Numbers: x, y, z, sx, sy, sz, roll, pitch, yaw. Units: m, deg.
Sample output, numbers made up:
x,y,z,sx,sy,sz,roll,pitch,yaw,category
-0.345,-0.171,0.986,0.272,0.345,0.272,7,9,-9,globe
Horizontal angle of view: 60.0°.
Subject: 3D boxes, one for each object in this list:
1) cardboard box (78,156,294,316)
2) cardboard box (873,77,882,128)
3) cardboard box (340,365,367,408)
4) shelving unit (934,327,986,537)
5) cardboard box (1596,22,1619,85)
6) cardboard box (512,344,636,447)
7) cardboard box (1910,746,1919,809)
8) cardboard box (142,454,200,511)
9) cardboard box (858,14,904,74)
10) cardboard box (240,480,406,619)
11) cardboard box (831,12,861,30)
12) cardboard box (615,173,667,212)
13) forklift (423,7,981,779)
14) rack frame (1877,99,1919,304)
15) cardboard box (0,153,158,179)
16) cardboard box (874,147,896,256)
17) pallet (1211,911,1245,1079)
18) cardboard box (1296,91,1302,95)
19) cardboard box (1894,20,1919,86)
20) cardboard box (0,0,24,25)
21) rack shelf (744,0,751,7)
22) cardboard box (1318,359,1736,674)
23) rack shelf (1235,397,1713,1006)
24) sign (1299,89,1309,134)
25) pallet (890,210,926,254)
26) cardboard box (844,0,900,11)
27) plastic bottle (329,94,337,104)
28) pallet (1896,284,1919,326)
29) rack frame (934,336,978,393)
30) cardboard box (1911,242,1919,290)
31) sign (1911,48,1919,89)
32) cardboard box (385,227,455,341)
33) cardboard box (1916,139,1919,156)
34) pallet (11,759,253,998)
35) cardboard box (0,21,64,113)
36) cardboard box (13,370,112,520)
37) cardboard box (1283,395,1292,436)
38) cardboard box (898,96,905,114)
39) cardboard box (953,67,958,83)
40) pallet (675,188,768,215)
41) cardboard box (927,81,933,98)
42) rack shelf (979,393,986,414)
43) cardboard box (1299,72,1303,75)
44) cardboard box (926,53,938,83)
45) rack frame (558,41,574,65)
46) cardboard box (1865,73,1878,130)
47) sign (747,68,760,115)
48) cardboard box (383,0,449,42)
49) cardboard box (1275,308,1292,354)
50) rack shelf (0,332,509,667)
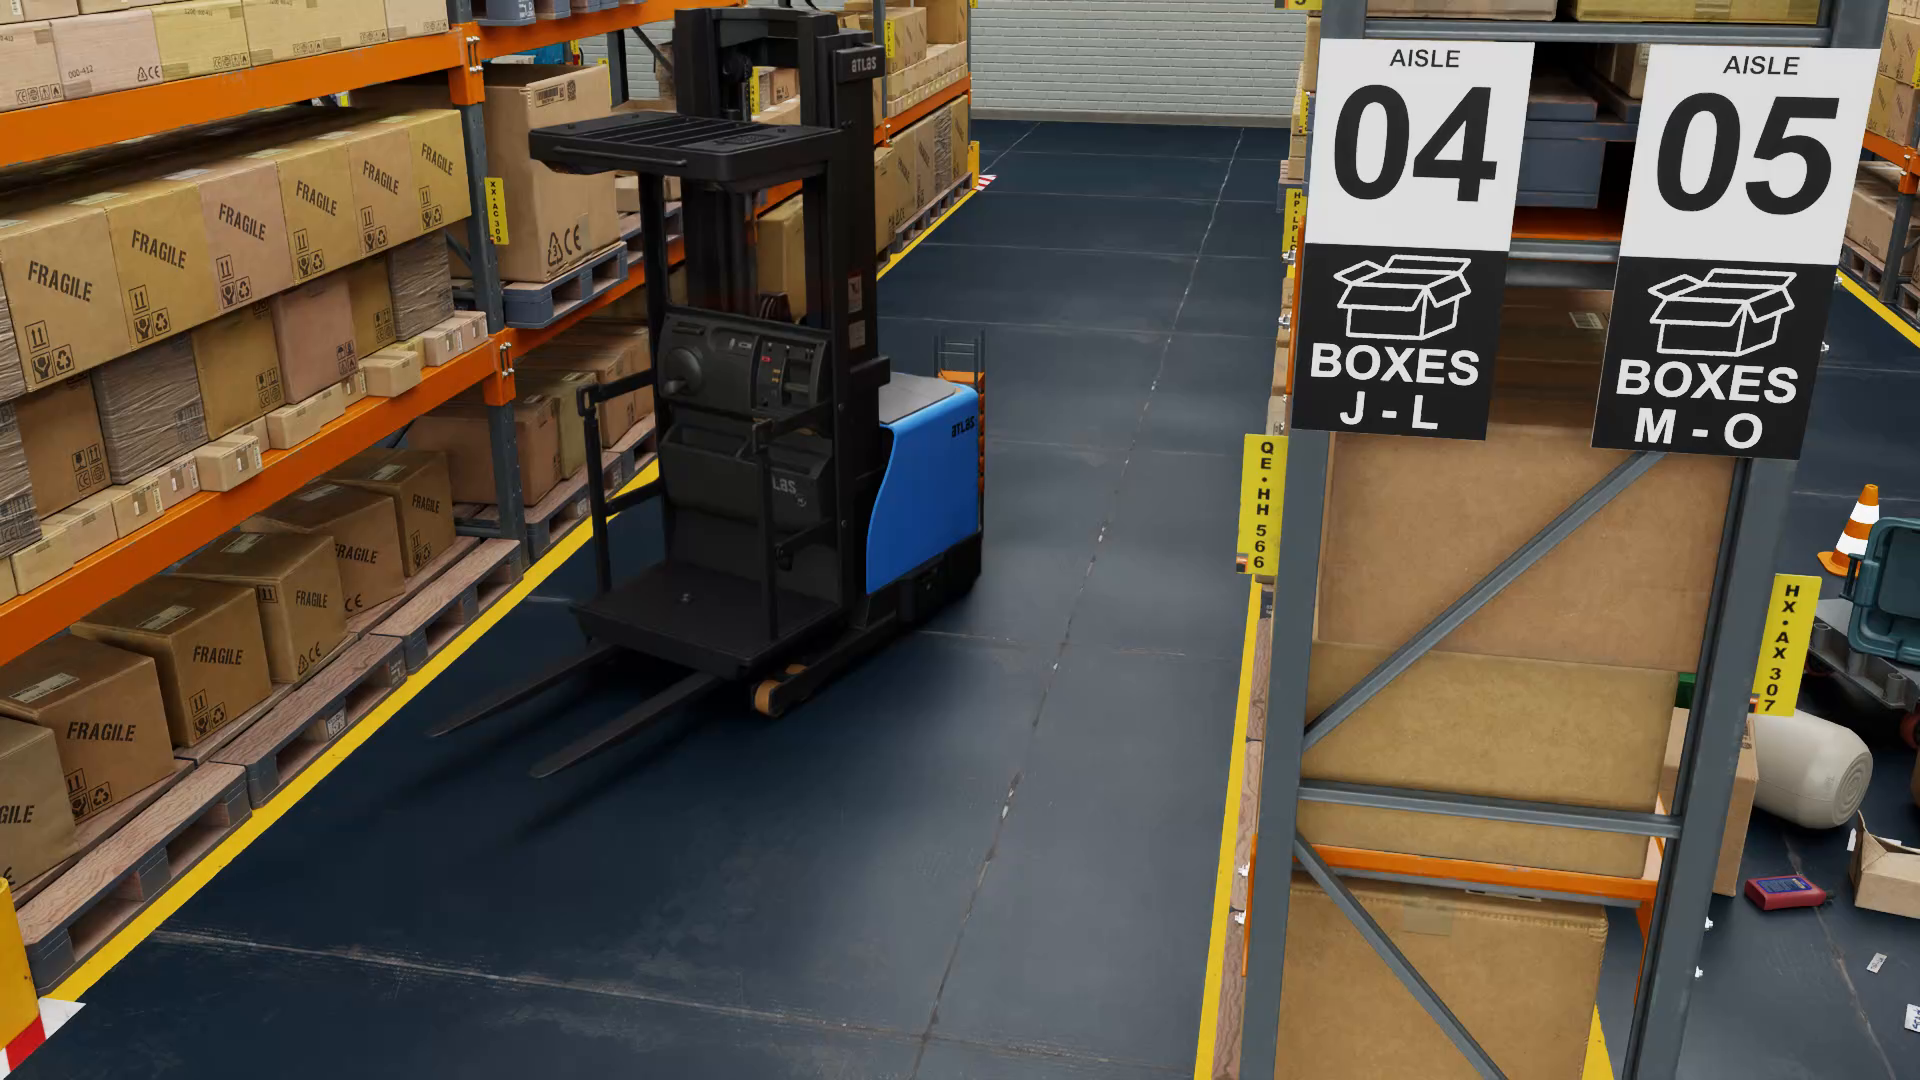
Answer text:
x,y,z,sx,sy,sz,roll,pitch,yaw,category
-2.955,-1.174,6.382,0.500,0.500,0.500,4,22,11,cardboard box
-1.019,-4.040,15.235,0.500,0.500,0.500,5,22,11,cardboard box
-2.872,-0.683,7.370,0.380,0.149,0.250,4,22,11,cardboard box
-0.003,-0.551,9.116,0.258,1.200,0.189,4,22,11,shelving unit
1.631,-1.092,3.674,0.380,0.149,0.250,5,22,11,cardboard box
-2.447,-0.905,10.341,0.700,0.500,0.500,3,22,6,cardboard box
4.125,0.876,6.323,0.797,0.637,0.503,4,22,11,cardboard box
-3.099,-0.224,6.230,0.380,0.149,0.250,4,22,11,cardboard box
-0.843,-4.757,15.949,0.500,0.500,0.500,4,22,11,cardboard box
-3.054,0.059,7.977,0.500,0.500,0.500,12,25,28,cardboard box
-1.313,-4.463,14.942,0.797,0.503,0.637,4,22,10,cardboard box
-2.083,-2.224,10.479,0.396,0.266,0.258,4,22,9,cardboard box
-1.104,-0.772,7.346,1.130,2.935,3.031,13,26,30,forklift
8.511,-3.430,13.854,1.000,3.000,0.127,4,22,11,rack frame
-3.458,-1.213,6.479,0.500,0.500,0.500,4,22,11,cardboard box
-1.302,-3.159,15.464,1.225,0.875,0.875,5,22,11,cardboard box
1.282,1.614,5.064,1.003,0.211,1.213,4,22,11,pallet
2.692,-3.249,12.383,0.380,0.149,0.250,4,22,11,cardboard box
8.337,-4.134,14.130,0.500,0.500,0.500,4,22,10,cardboard box
-3.153,-1.670,5.136,0.380,0.149,0.250,5,23,13,cardboard box
-1.599,-4.511,13.488,1.077,0.370,4.000,4,22,11,rack shelf
1.309,-0.085,3.902,0.875,0.550,0.550,4,22,11,cardboard box
1.604,0.221,5.753,1.077,0.370,4.000,4,22,11,rack shelf
2.295,-2.845,10.960,0.100,0.325,0.005,4,22,11,sign
-0.959,-3.164,16.927,1.003,0.211,1.213,4,22,11,pallet
-0.939,-5.537,17.884,0.500,0.500,0.500,4,22,9,cardboard box
-5.945,-4.111,15.612,0.144,0.351,0.185,4,22,11,plastic bottle
8.427,-1.848,13.660,1.003,0.211,1.213,4,22,11,pallet
-0.022,-0.518,9.033,0.240,1.200,0.006,4,22,11,rack frame
8.462,-2.406,13.595,0.875,0.875,0.875,5,23,13,cardboard box
7.967,-3.910,13.781,0.100,0.325,0.005,4,22,11,sign
-2.976,-1.284,7.994,0.875,0.500,0.500,4,22,11,cardboard box
8.162,-3.219,13.533,0.500,0.250,0.500,4,22,10,cardboard box
-3.424,1.175,6.154,1.003,0.211,1.213,4,22,11,pallet
-3.189,-1.464,5.159,0.500,0.250,0.500,4,22,10,cardboard box
-3.516,-0.372,5.730,0.875,0.500,0.500,4,22,11,cardboard box
1.633,-0.387,6.098,0.875,0.550,0.550,4,22,11,cardboard box
-0.751,-4.248,16.221,0.380,0.149,0.250,4,22,9,cardboard box
-0.229,-5.189,18.558,0.380,0.149,0.250,5,22,11,cardboard box
-2.048,-2.365,11.466,1.213,0.211,1.003,4,22,11,pallet
-0.488,-4.722,17.399,0.380,0.149,0.250,4,22,9,cardboard box
-0.003,-0.733,9.043,0.258,0.103,0.180,4,22,11,rack shelf
2.954,-3.728,13.573,0.380,0.149,0.250,4,22,10,cardboard box
-0.524,-4.957,17.448,0.500,0.250,0.500,4,22,11,cardboard box
-5.223,-6.026,20.300,1.000,3.000,0.127,4,22,11,rack frame
8.543,-4.039,15.233,0.500,0.500,0.500,4,22,10,cardboard box
-1.474,-3.185,11.802,0.100,0.325,0.005,4,22,11,sign
-2.661,-2.395,7.470,0.500,0.250,0.500,5,23,13,cardboard box
2.440,-0.923,10.079,1.050,0.750,0.750,5,22,12,cardboard box
-3.231,-0.194,6.784,1.077,0.370,4.000,4,22,11,rack shelf
